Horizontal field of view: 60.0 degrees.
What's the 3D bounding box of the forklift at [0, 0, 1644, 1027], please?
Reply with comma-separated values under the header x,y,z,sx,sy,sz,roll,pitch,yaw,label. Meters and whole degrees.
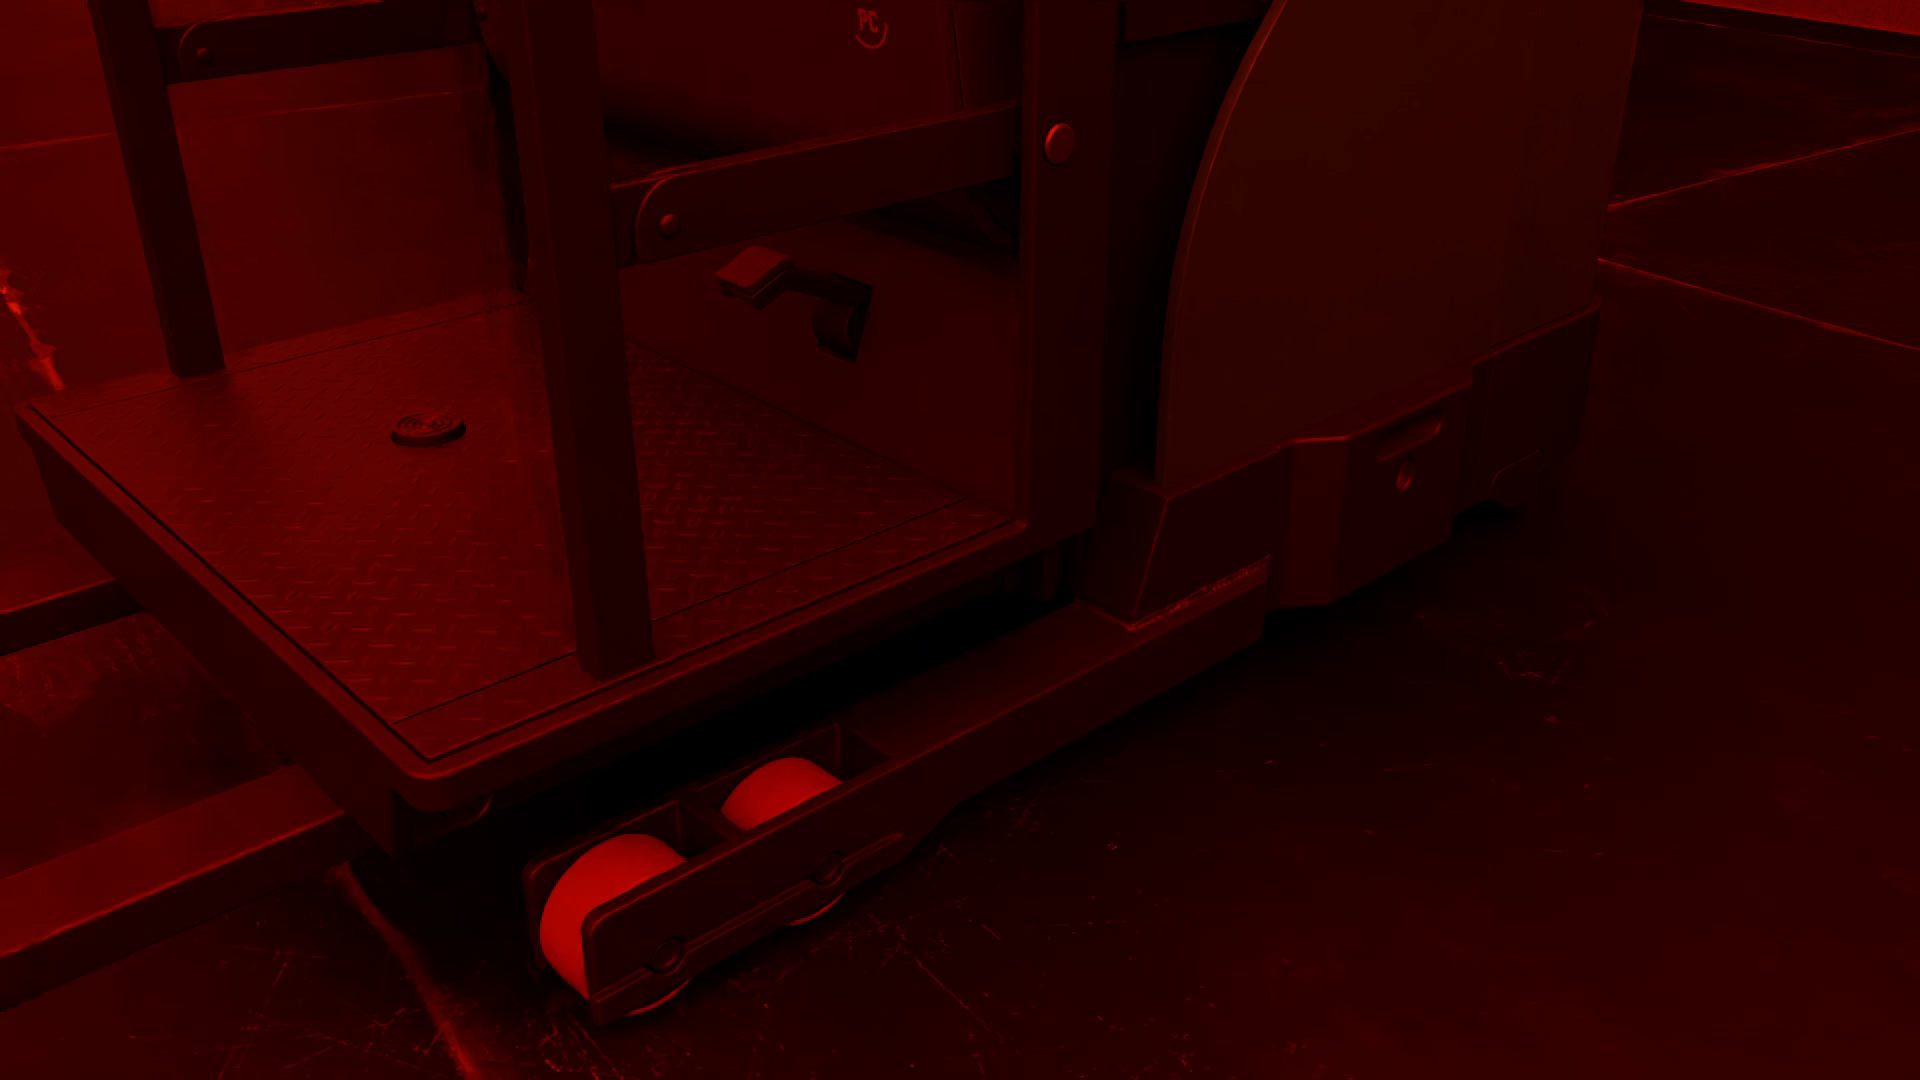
x,y,z,sx,sy,sz,roll,pitch,yaw,label
-0.444,-1.121,1.465,3.031,2.935,1.130,-22,34,-37,forklift
